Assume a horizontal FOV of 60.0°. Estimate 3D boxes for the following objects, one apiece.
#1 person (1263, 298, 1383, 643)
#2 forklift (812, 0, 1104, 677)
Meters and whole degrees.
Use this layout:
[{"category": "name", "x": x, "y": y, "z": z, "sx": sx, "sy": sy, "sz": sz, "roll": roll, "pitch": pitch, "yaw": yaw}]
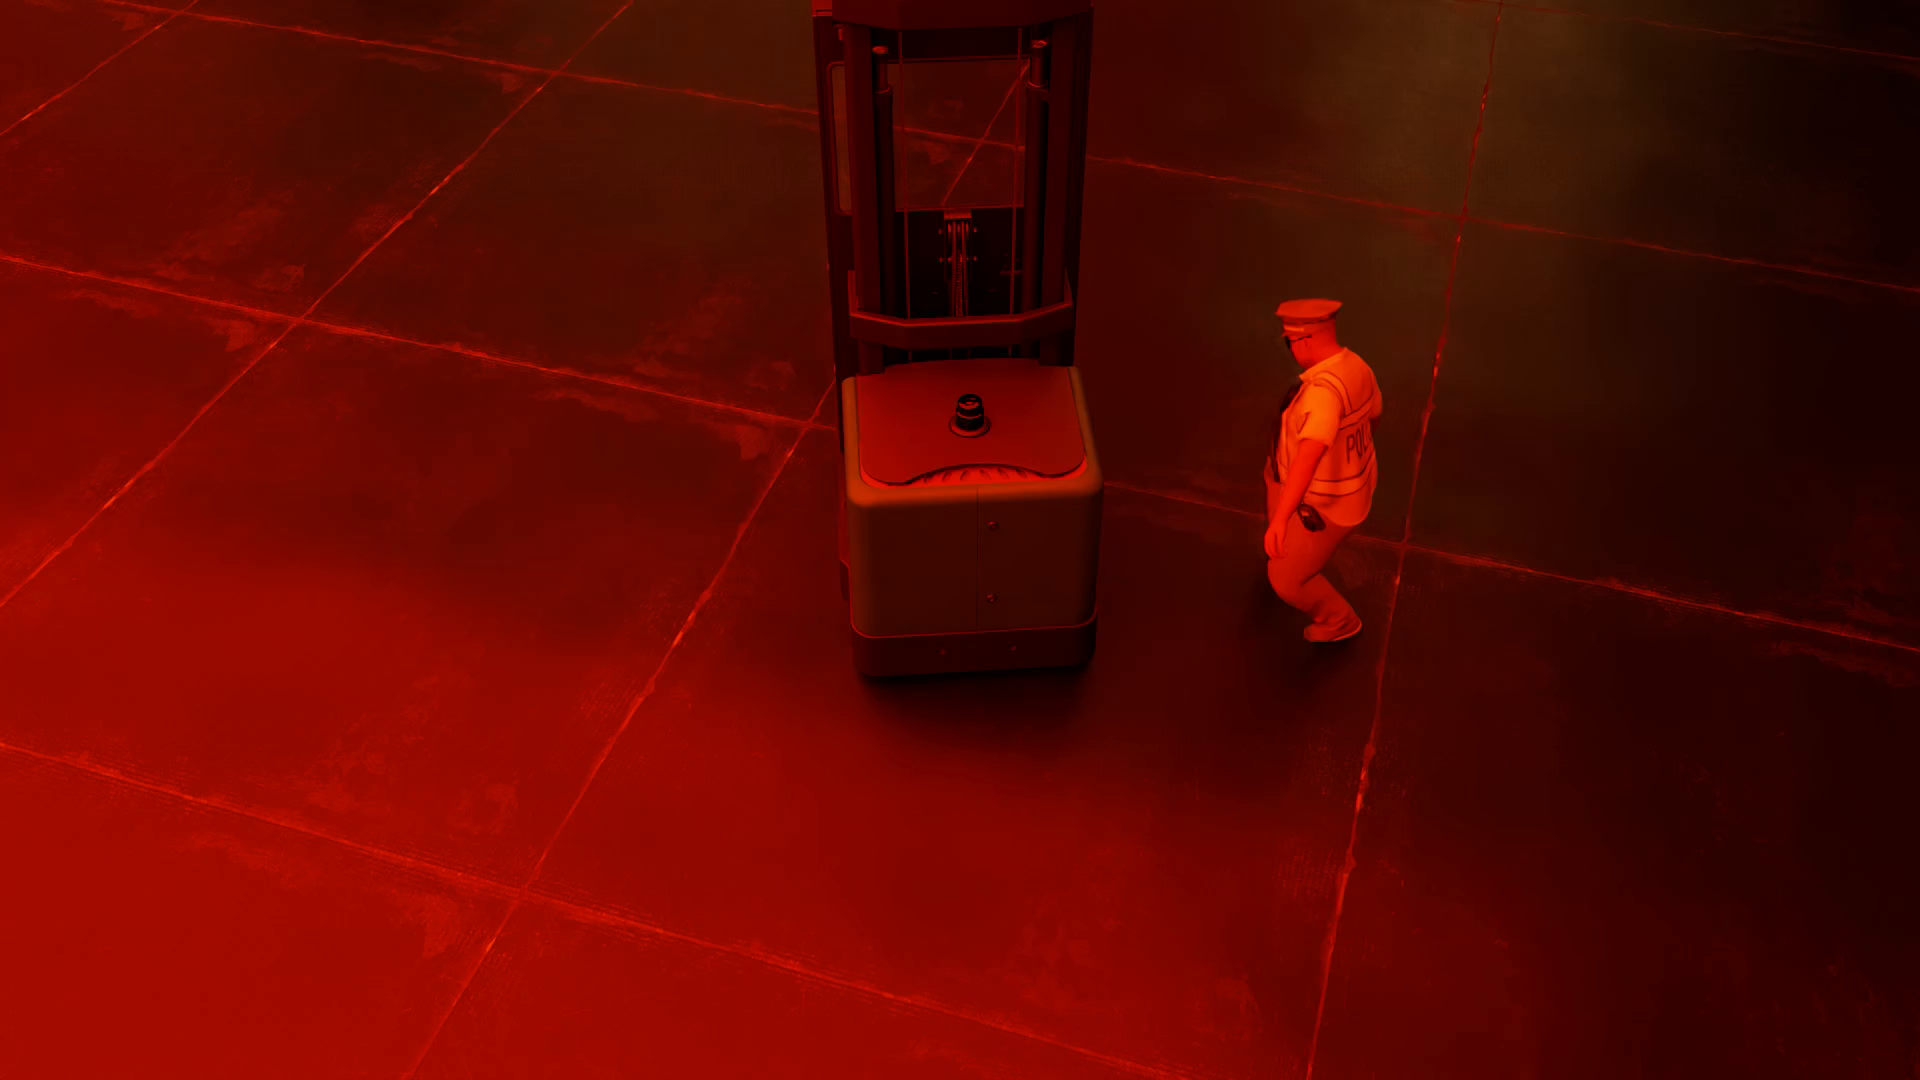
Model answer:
[{"category": "person", "x": 1.453, "y": -0.154, "z": 6.873, "sx": 0.590, "sy": 1.683, "sz": 1.187, "roll": 16, "pitch": 45, "yaw": 17}, {"category": "forklift", "x": -0.048, "y": -1.486, "z": 7.287, "sx": 1.130, "sy": 2.935, "sz": 3.031, "roll": -3, "pitch": 43, "yaw": -3}]
